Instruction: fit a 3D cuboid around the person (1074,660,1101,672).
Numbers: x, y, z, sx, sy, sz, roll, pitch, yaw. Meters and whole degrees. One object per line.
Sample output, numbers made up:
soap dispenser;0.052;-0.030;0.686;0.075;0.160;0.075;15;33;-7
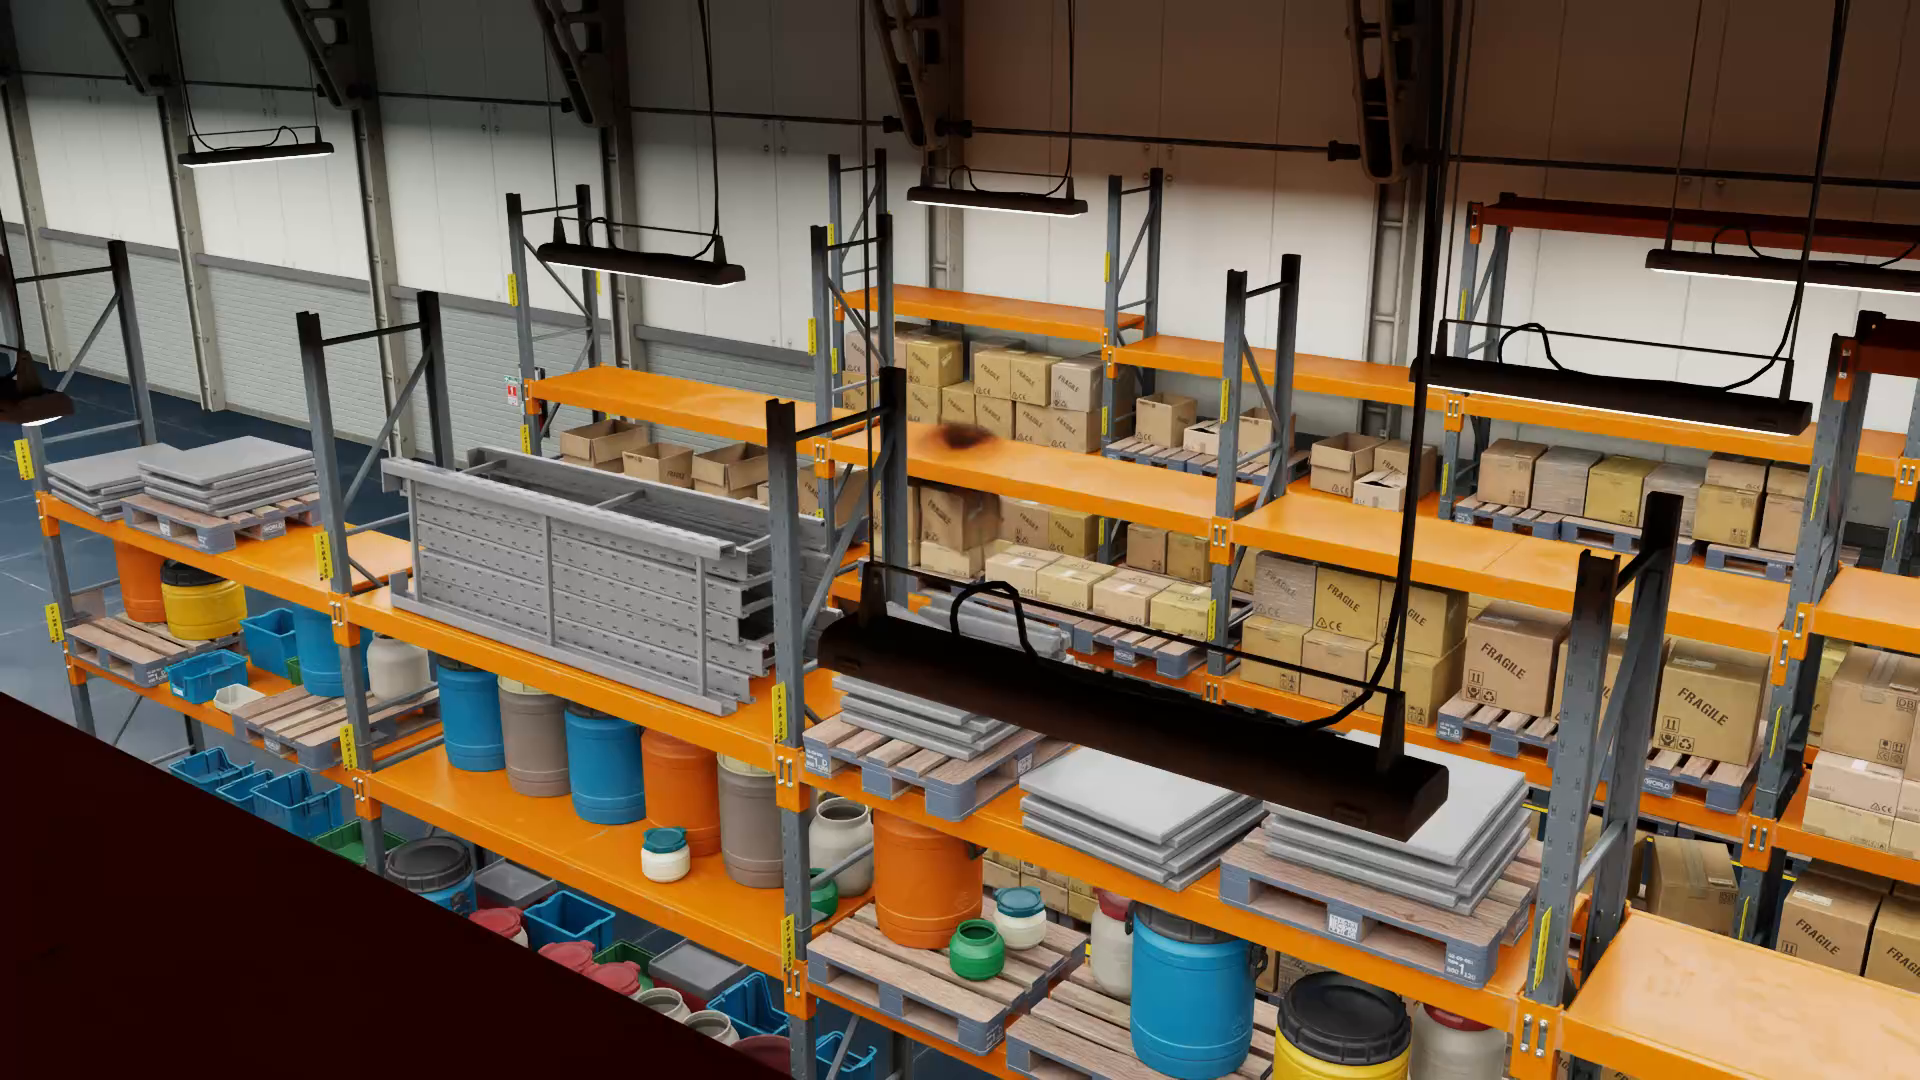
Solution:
person;1.257;1.662;17.524;0.642;1.814;0.709;-1;18;-1
